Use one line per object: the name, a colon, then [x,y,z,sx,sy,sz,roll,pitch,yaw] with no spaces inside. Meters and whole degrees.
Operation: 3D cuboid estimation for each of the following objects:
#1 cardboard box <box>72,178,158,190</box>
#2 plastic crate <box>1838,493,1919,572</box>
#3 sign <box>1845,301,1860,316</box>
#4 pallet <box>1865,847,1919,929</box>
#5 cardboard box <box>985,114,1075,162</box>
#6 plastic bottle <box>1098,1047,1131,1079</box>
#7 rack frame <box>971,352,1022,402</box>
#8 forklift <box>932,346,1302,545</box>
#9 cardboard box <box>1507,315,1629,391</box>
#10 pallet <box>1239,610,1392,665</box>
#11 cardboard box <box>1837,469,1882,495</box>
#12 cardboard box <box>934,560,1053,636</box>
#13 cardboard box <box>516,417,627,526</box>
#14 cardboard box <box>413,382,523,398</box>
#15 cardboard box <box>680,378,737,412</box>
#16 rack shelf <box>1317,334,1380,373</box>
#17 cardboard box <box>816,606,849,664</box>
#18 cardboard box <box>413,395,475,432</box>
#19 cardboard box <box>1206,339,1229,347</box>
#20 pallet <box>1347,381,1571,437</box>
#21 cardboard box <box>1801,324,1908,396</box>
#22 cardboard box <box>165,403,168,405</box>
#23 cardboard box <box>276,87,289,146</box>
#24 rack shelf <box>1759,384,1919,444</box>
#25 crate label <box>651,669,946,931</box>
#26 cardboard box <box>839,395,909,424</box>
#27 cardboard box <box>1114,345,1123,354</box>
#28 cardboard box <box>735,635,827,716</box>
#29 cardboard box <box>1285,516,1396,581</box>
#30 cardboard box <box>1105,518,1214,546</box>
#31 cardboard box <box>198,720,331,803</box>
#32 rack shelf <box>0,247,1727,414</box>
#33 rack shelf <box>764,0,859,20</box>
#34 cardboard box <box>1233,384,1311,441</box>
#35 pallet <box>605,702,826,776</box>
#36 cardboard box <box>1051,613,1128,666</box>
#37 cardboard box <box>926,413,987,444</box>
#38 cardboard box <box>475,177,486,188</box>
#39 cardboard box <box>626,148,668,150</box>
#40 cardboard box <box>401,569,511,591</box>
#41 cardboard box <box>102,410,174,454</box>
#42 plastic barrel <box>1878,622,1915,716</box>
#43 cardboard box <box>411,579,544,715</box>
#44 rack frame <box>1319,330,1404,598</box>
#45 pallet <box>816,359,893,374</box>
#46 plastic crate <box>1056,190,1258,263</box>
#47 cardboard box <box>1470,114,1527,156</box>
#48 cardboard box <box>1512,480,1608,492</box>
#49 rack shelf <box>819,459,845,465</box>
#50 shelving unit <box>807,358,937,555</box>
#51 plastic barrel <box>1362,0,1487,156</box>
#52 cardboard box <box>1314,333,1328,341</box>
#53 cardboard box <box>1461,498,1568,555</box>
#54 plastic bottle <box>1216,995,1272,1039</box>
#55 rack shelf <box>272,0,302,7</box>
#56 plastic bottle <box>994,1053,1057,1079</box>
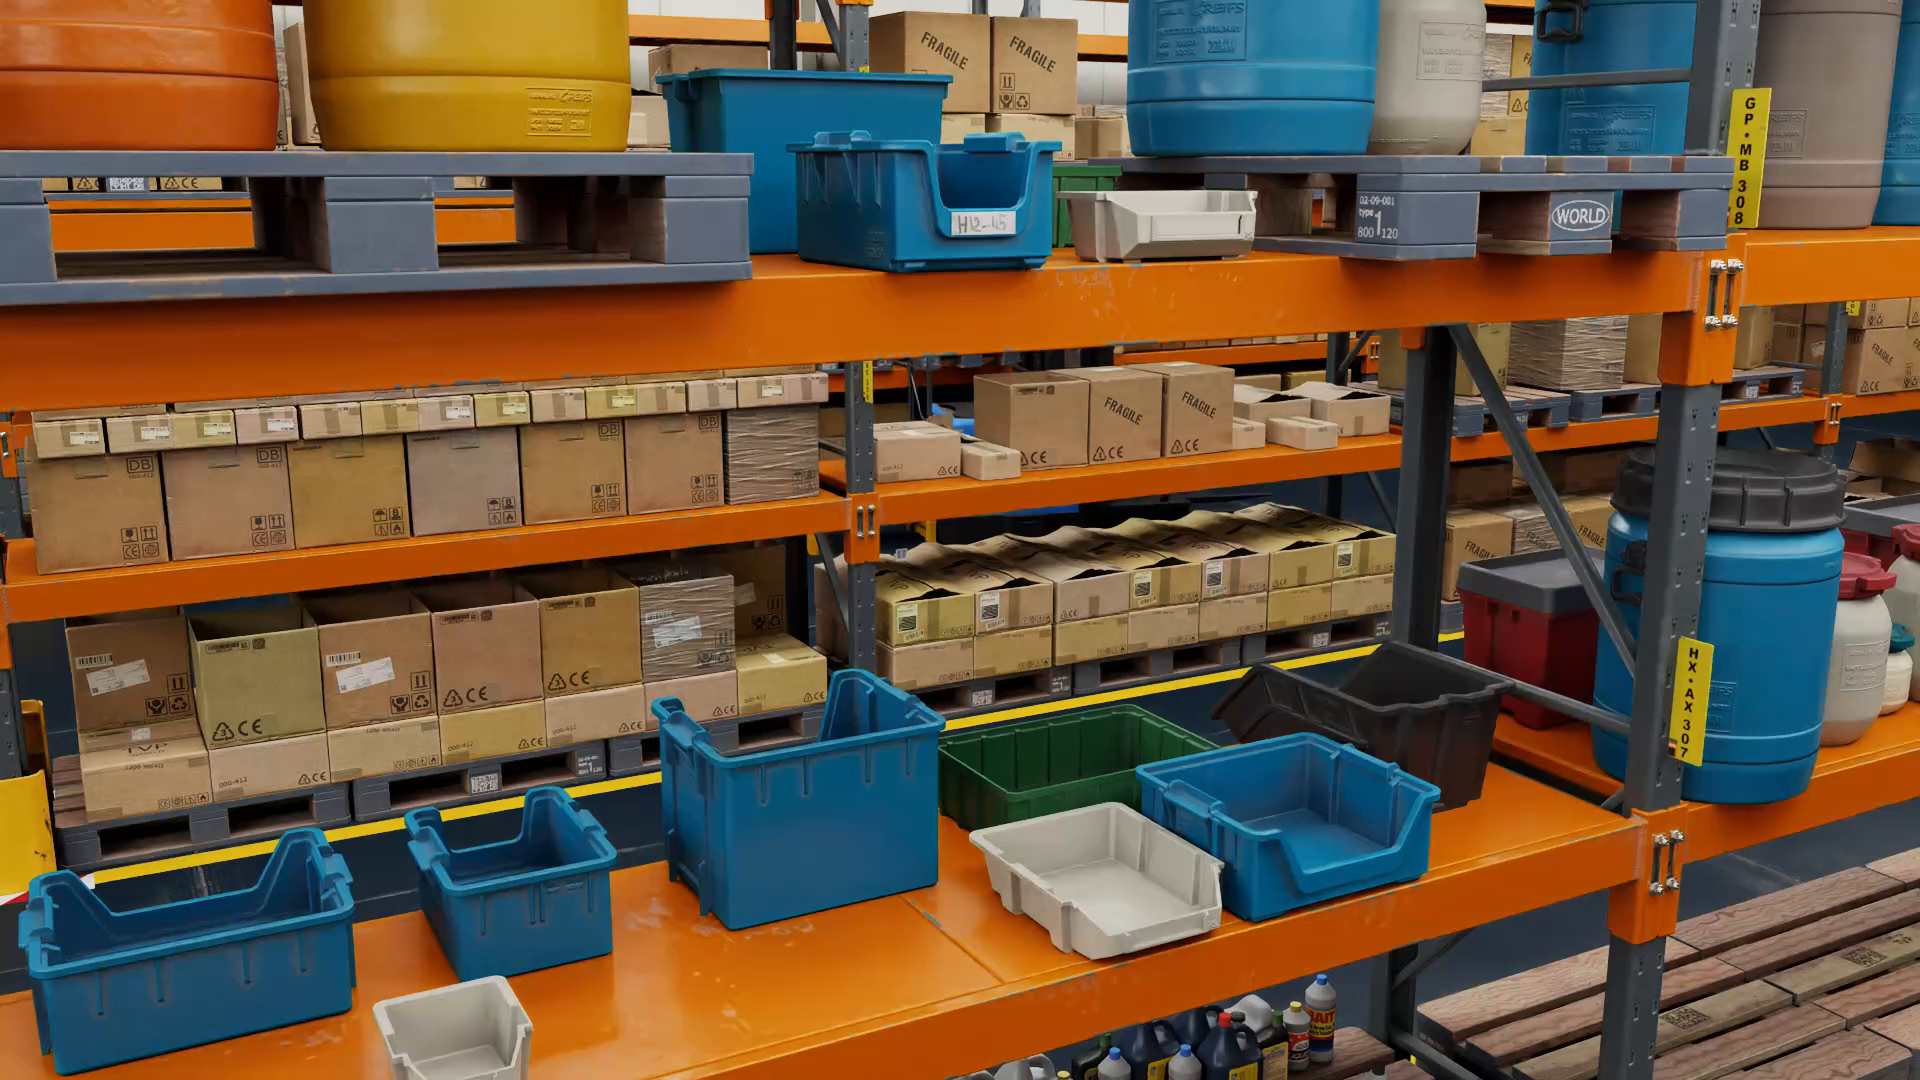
cardboard box: [-5.724,-2.602,11.236,0.500,0.500,0.500,-6,14,-24]
plastic crate: [3.579,0.104,6.171,0.583,0.464,0.402,-7,14,-28]
sign: [6.553,-1.810,12.184,0.005,0.325,0.100,-7,14,-28]
pallet: [4.445,1.458,6.649,1.213,0.211,1.003,-7,14,-28]
cardboard box: [0.289,-2.227,9.225,0.500,0.250,0.500,-8,15,-33]
plastic bottle: [0.448,1.609,4.842,0.097,0.271,0.097,0,13,0]
rack frame: [0.397,-1.885,15.155,0.127,3.000,1.000,-7,14,-28]
forklift: [1.283,-1.479,13.506,3.031,2.935,1.130,-3,13,-11]
cardboard box: [4.166,-1.332,11.513,0.500,0.500,0.700,-4,13,-17]
pallet: [2.032,0.508,10.870,1.213,0.211,1.003,-7,14,-28]
cardboard box: [7.307,-0.448,13.891,0.500,0.311,0.500,-7,14,-28]
cardboard box: [0.186,0.306,9.449,0.500,0.311,0.500,-7,14,-29]
cardboard box: [-2.026,-0.402,8.338,0.500,0.500,0.700,-7,14,-27]
cardboard box: [-2.446,-0.986,7.975,0.500,0.500,0.700,-7,14,-28]
cardboard box: [-1.320,-0.752,8.414,0.250,0.149,0.380,-7,15,-30]
rack shelf: [5.663,-2.166,18.039,4.000,0.370,1.077,-7,14,-28]
cardboard box: [-0.512,0.527,9.743,0.500,0.250,0.500,-7,14,-28]
cardboard box: [-2.451,-0.616,7.810,0.250,0.149,0.380,-7,14,-27]
cardboard box: [2.372,-1.952,15.979,0.250,0.149,0.380,-6,14,-26]
pallet: [3.335,-0.922,11.313,1.003,0.211,1.213,-7,14,-28]
cardboard box: [6.862,-1.402,12.779,0.500,0.500,0.500,-6,14,-26]
cardboard box: [-3.551,-0.586,7.678,0.250,0.149,0.380,-7,14,-29]
cardboard box: [-3.364,-1.925,7.565,0.500,0.250,0.500,-7,14,-28]
rack shelf: [8.040,-1.211,13.799,4.000,0.370,1.077,-7,14,-28]
crate label: [-0.392,0.602,4.020,0.616,0.435,0.502,-7,14,-28]
cardboard box: [-0.741,-1.113,14.705,0.500,0.250,0.500,-7,14,-27]
cardboard box: [1.296,-1.799,15.298,0.250,0.149,0.380,-6,14,-26]
cardboard box: [-1.040,0.717,8.897,0.500,0.250,0.500,-7,14,-28]
cardboard box: [2.432,0.034,10.653,0.500,0.311,0.500,-6,14,-26]
cardboard box: [1.267,0.040,10.626,0.500,0.311,0.500,-7,15,-29]
cardboard box: [-3.234,0.980,7.728,0.500,0.250,0.500,-7,14,-28]
rack shelf: [-0.123,-0.457,3.616,4.000,0.370,1.077,-7,14,-28]
rack shelf: [-2.493,-2.681,7.574,4.000,0.370,1.077,-7,14,-28]
cardboard box: [1.896,-0.831,10.672,0.500,0.311,0.500,-7,14,-29]
pallet: [-1.456,0.926,9.015,1.213,0.211,1.003,-7,14,-28]
cardboard box: [0.638,0.523,9.760,0.500,0.250,0.500,-7,15,-30]
cardboard box: [-0.054,-0.573,9.628,0.258,0.266,0.396,-7,15,-29]
cardboard box: [-3.441,-2.886,12.494,0.500,0.500,0.500,-6,14,-26]
cardboard box: [-2.596,-3.224,13.086,0.500,0.500,0.500,-5,13,-20]
cardboard box: [-2.610,0.407,8.567,0.500,0.500,0.500,-7,14,-28]
cardboard box: [-3.570,-0.483,7.218,0.250,0.149,0.380,-7,15,-29]
plastic barrel: [2.868,0.402,5.304,0.301,0.262,0.301,0,13,0]
cardboard box: [-2.353,0.510,8.108,0.500,0.500,0.500,-7,14,-28]
rack frame: [2.773,-0.931,10.915,0.127,3.000,1.000,-7,14,-28]
pallet: [-1.321,-1.576,14.216,1.213,0.211,1.003,-7,14,-28]
plastic crate: [0.417,-0.643,3.405,0.396,0.136,0.243,-7,14,-28]
cardboard box: [3.140,-2.496,10.807,0.500,0.500,0.910,-7,14,-28]
cardboard box: [4.394,-0.181,12.271,0.500,0.500,0.500,-7,15,-30]
rack shelf: [-0.797,-0.534,13.386,1.000,0.185,0.538,-5,13,-20]
shelving unit: [-0.789,-0.710,13.350,1.083,1.500,0.587,-5,13,-20]
plastic barrel: [1.160,-1.271,4.381,0.421,0.512,0.421,0,13,0]
cardboard box: [3.536,-2.072,16.512,0.250,0.149,0.380,-7,14,-27]
cardboard box: [3.767,0.025,11.359,0.500,0.500,0.500,-7,15,-30]
plastic bottle: [0.872,1.547,5.104,0.135,0.276,0.152,-6,14,-26]
rack shelf: [-4.870,-3.828,11.771,4.000,0.370,1.077,-7,14,-28]
plastic bottle: [0.186,1.592,4.735,0.185,0.351,0.144,-7,14,-28]
